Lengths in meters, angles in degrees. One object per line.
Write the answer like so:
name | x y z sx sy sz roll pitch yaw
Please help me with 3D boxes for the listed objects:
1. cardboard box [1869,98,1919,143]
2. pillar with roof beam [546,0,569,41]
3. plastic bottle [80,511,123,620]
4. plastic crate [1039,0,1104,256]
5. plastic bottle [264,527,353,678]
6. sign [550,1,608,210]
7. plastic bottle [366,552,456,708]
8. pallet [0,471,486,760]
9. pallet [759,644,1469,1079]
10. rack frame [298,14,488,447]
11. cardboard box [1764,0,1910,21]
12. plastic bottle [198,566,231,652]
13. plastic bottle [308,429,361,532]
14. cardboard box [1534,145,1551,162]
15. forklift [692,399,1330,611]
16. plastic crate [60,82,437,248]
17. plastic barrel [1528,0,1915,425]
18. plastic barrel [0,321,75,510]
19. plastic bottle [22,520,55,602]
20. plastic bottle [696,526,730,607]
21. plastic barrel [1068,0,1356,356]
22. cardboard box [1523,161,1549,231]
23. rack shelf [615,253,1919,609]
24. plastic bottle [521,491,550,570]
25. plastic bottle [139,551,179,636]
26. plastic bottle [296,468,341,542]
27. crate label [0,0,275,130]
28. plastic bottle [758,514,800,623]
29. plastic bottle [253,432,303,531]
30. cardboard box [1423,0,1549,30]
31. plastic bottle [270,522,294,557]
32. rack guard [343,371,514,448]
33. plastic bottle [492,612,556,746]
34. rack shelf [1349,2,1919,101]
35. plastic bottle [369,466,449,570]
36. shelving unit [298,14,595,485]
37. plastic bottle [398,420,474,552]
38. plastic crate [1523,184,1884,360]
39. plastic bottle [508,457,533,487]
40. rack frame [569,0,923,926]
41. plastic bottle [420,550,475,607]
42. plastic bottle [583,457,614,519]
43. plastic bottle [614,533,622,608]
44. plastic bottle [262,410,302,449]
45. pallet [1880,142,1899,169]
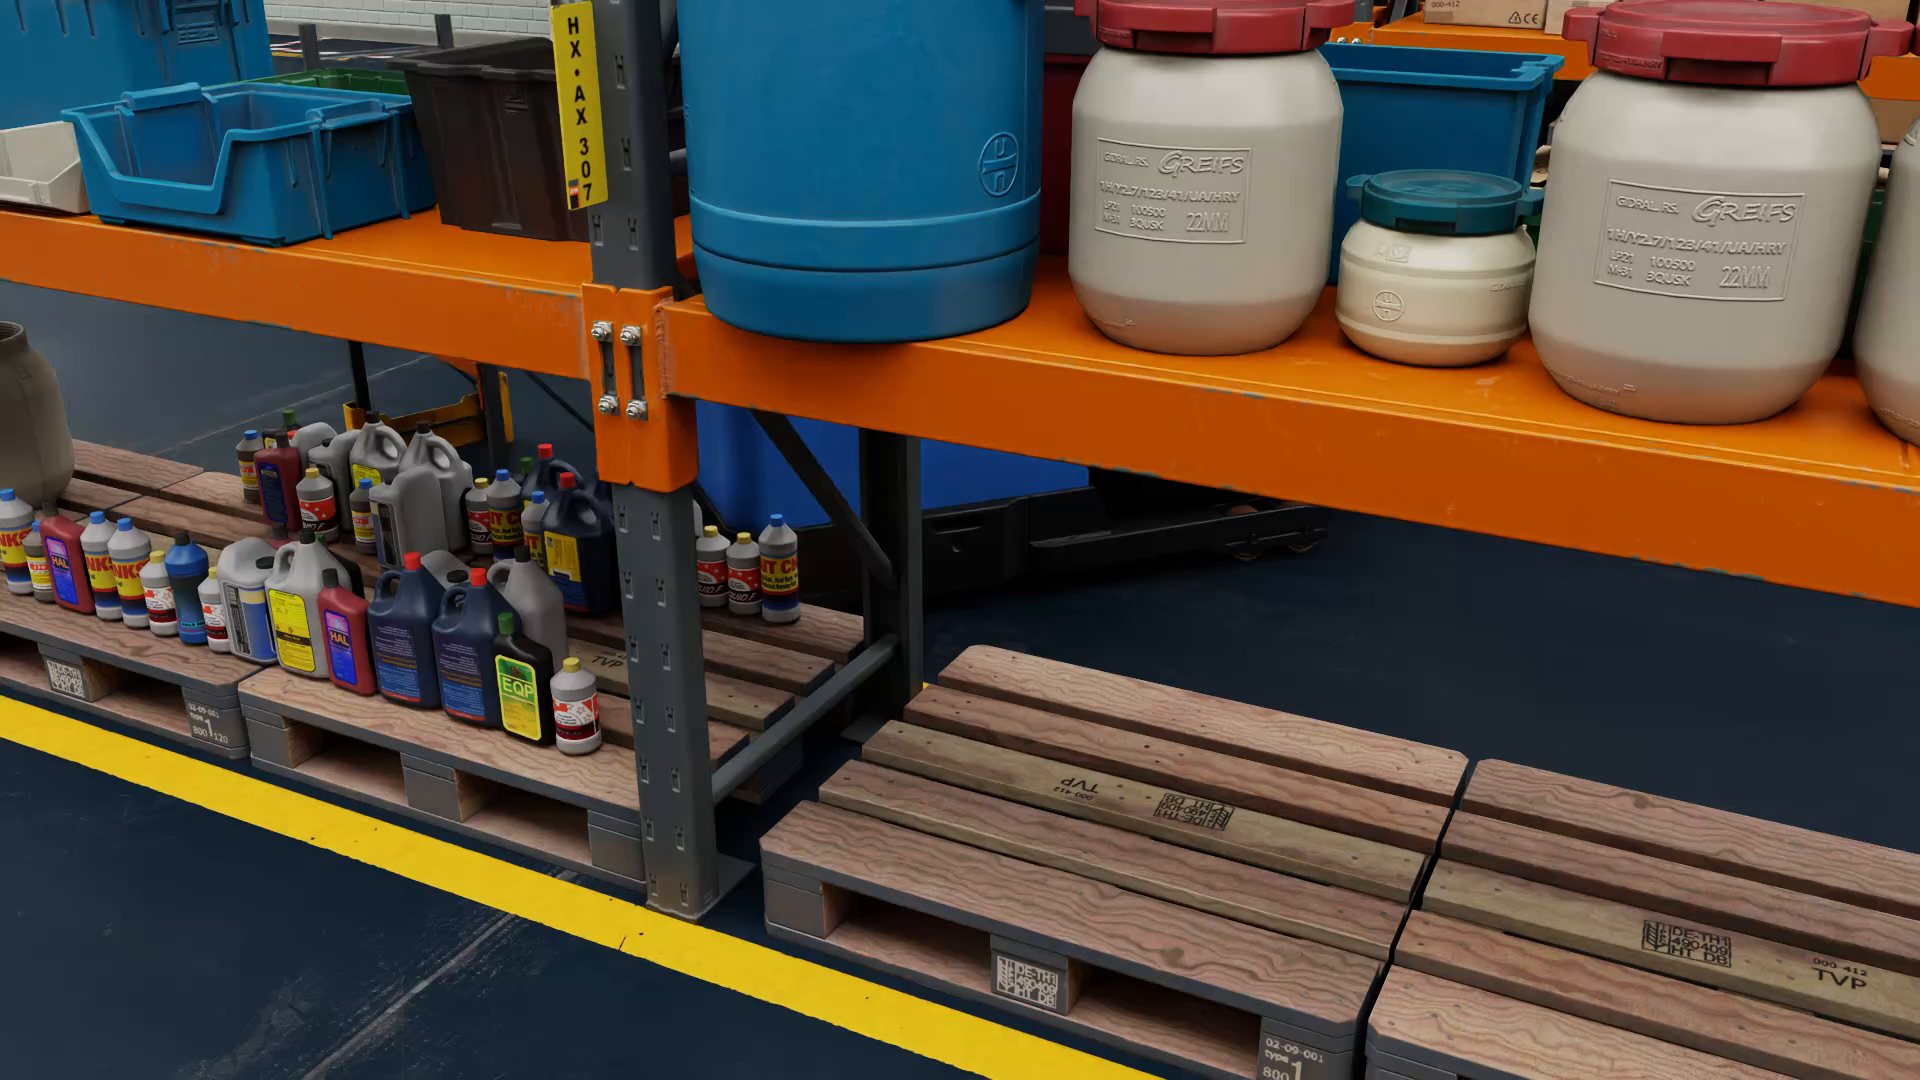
cardboard box | 6.141 -2.902 10.873 0.500 0.500 0.700 11 25 24
pillar with roof beam | -5.751 -7.439 11.245 0.400 9.000 9.100 11 25 25
plastic bottle | -2.155 0.058 4.204 0.097 0.271 0.097 0 23 0
plastic crate | 0.201 -0.829 3.284 0.583 0.464 0.402 11 25 25
plastic bottle | -1.533 0.135 3.923 0.185 0.351 0.144 11 25 24
sign | -0.627 -0.715 2.745 0.005 0.325 0.100 11 25 25
plastic bottle | -1.245 0.192 3.789 0.185 0.351 0.144 10 25 22
pallet | -2.042 0.157 4.611 1.213 0.211 1.003 11 25 25
pallet | 0.349 0.630 3.498 1.213 0.211 1.003 11 25 25
rack frame | -1.890 -0.996 5.677 0.500 1.500 0.032 -19 30 -38
cardboard box | 3.464 -2.230 6.534 0.500 0.500 0.500 11 25 25
plastic bottle | -1.794 0.162 4.050 0.097 0.201 0.097 0 23 0
plastic bottle | -1.765 -0.184 4.767 0.135 0.276 0.152 10 25 23
cardboard box | 2.827 -1.632 7.515 0.500 0.311 0.500 12 26 26
forklift | 0.608 -1.470 4.961 3.031 2.935 1.130 -9 25 -20
plastic crate | -1.479 -0.810 3.512 0.616 0.251 0.499 11 25 25
plastic barrel | 1.041 -0.465 2.338 0.433 0.535 0.433 0 23 0
plastic barrel | -2.870 -0.355 4.893 0.421 0.512 0.421 0 23 0
plastic bottle | -2.369 0.048 4.317 0.097 0.201 0.097 0 23 0
plastic bottle | -0.637 0.062 4.285 0.097 0.201 0.097 0 23 0
plastic barrel | 0.386 -0.595 2.642 0.433 0.535 0.433 0 23 0
cardboard box | 2.570 -1.443 7.071 0.500 0.311 0.500 11 25 24
rack shelf | 1.416 -0.094 2.557 4.000 0.370 1.077 11 25 25
plastic bottle | -1.086 0.004 4.331 0.097 0.271 0.097 0 23 0
plastic bottle | -1.978 0.126 4.135 0.097 0.201 0.097 0 23 0
plastic bottle | -1.805 -0.102 4.671 0.097 0.201 0.097 0 23 0
crate label | -2.174 -1.270 4.358 0.616 0.435 0.502 11 25 25
plastic bottle | -0.456 0.066 4.187 0.097 0.271 0.097 0 23 0
plastic bottle | -1.937 -0.174 4.735 0.133 0.283 0.061 11 25 25
cardboard box | 2.328 -2.367 7.174 0.500 0.250 0.500 13 26 28
plastic bottle | -1.629 0.098 4.095 0.133 0.283 0.061 11 25 25
rack guard | -1.877 -0.416 5.908 0.587 0.250 0.087 -19 30 -38
plastic bottle | -0.947 0.300 3.621 0.133 0.283 0.061 13 26 27
rack shelf | 3.654 -1.823 6.623 4.000 0.370 1.077 11 25 25
plastic bottle | -1.494 -0.067 4.492 0.135 0.276 0.152 11 25 25
shelving unit | -1.547 -0.845 5.320 0.587 1.500 1.083 -19 30 -38
plastic bottle | -1.450 -0.157 4.610 0.185 0.351 0.144 11 25 24
plastic crate | 1.313 -0.471 2.797 0.662 0.188 0.450 11 25 25
plastic bottle | -1.199 -0.095 4.549 0.133 0.283 0.061 12 26 27
rack frame | -0.369 -0.778 3.246 0.127 3.000 1.000 11 25 25
plastic bottle | -1.201 0.170 3.936 0.135 0.276 0.152 11 25 25
plastic bottle | -0.902 -0.049 4.355 0.185 0.351 0.144 12 26 26
plastic bottle | -0.804 0.050 4.208 0.133 0.283 0.061 11 25 25
plastic bottle | -1.989 -0.251 4.917 0.133 0.283 0.061 12 26 26
pallet | 5.889 -2.603 11.101 1.213 0.211 1.003 11 25 25
